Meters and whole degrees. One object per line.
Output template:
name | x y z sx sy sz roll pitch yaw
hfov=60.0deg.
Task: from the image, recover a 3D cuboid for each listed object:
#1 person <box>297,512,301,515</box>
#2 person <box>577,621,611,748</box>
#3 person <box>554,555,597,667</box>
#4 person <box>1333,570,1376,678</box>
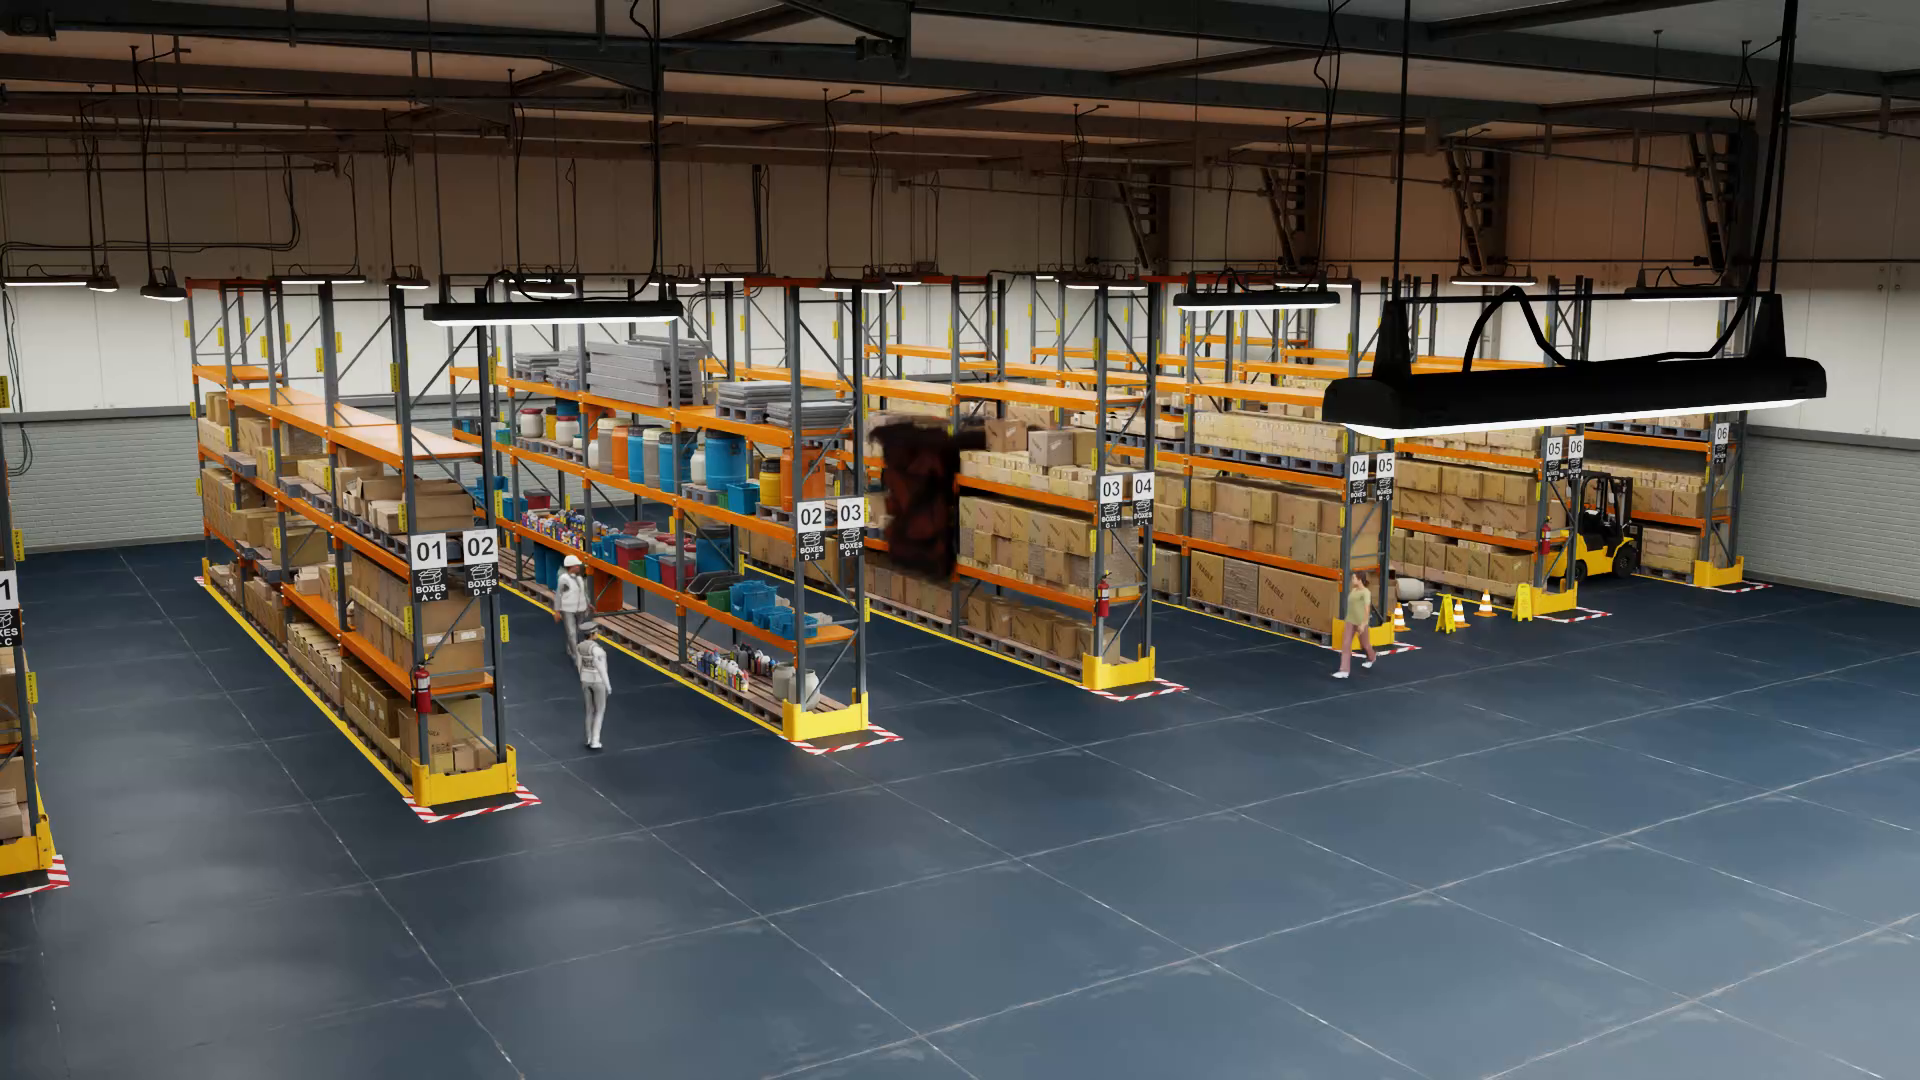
person | -13.466 -0.275 34.308 1.140 1.709 0.622 7 12 35
person | -4.804 1.889 21.771 0.499 1.688 0.446 4 10 21
person | -6.090 1.091 26.277 0.683 1.727 1.045 -6 11 -33
person | 6.121 1.268 25.543 0.426 1.640 0.983 6 11 33
